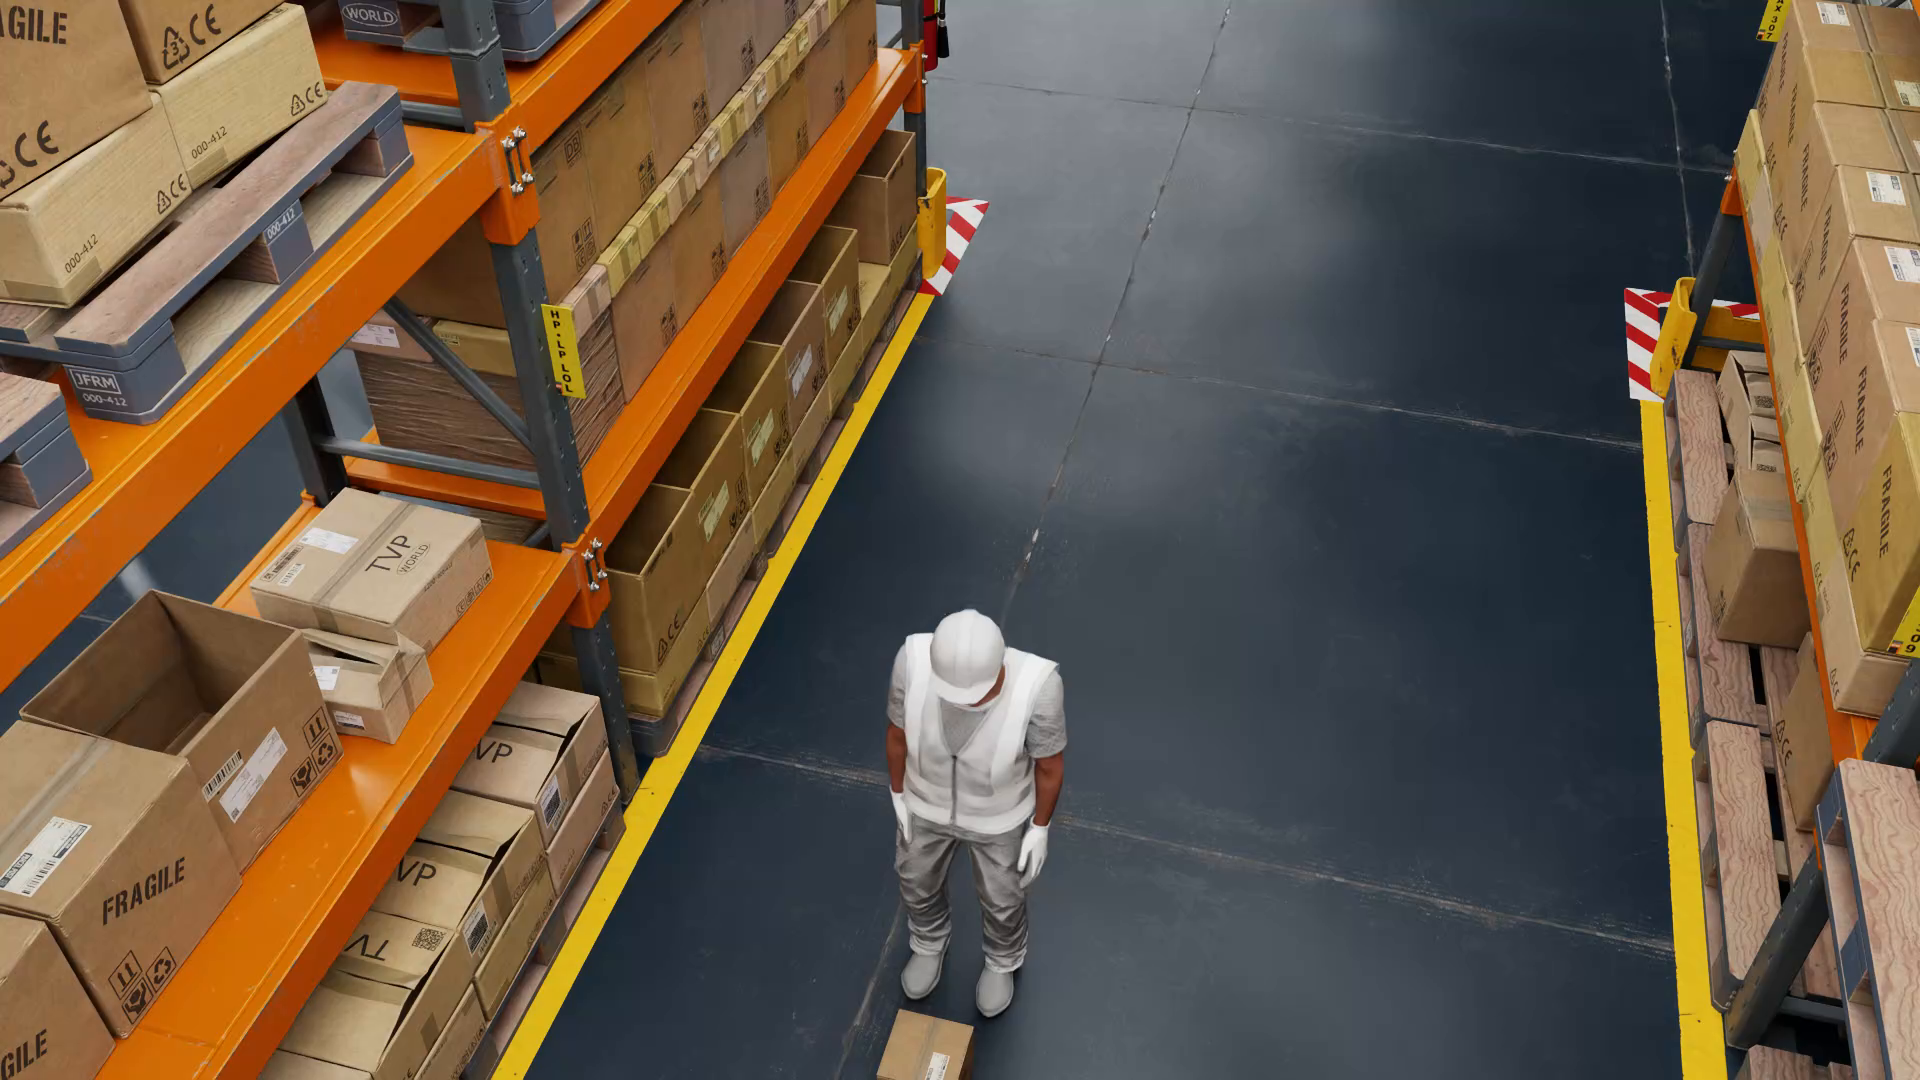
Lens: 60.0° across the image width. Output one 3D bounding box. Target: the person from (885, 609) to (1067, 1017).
[{"bbox_3d":[0.038,0.840,5.188,0.563,1.754,0.414,11,42,12],"label":"person"}]
